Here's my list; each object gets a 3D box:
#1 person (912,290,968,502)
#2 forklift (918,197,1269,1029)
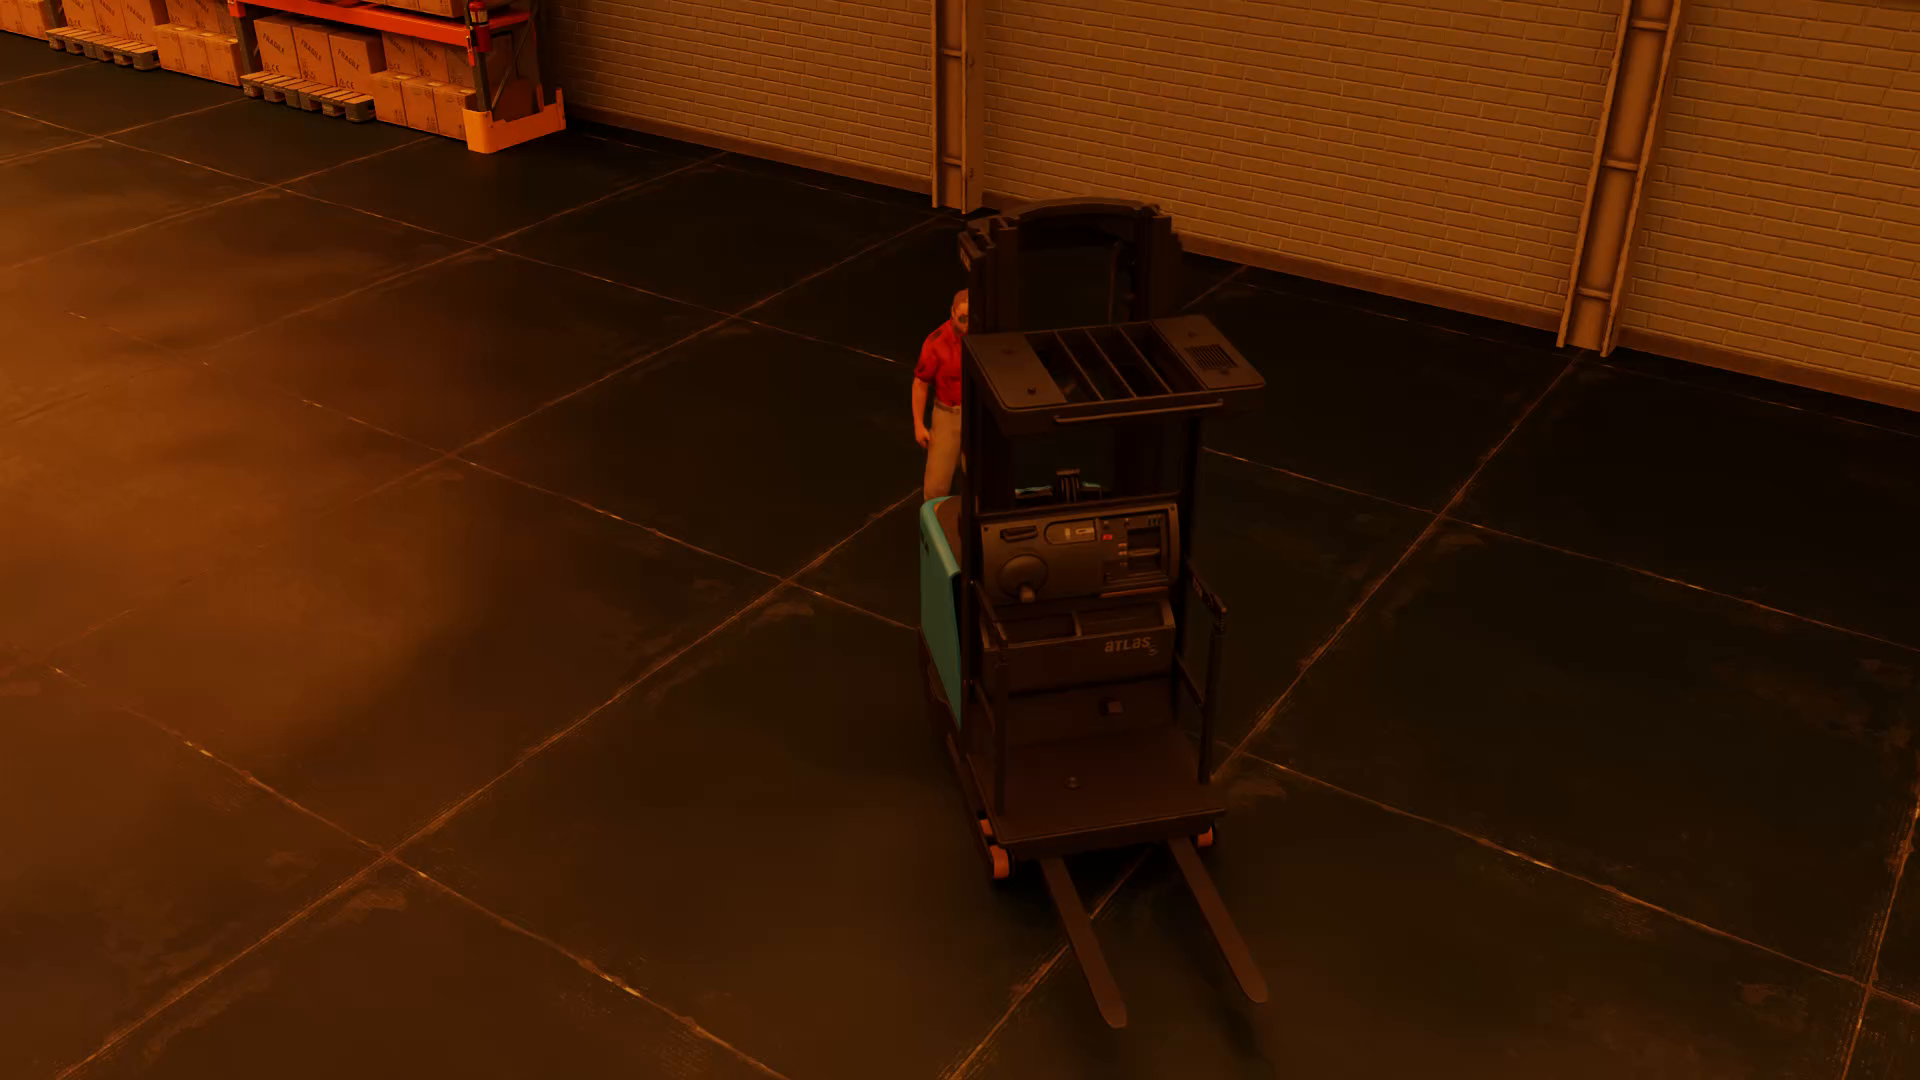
[{"bbox_3d":[0.040,-0.681,9.976,0.630,1.710,0.487,-5,31,-9],"label":"person"},{"bbox_3d":[0.601,0.109,7.393,1.130,2.935,3.031,-7,31,-11],"label":"forklift"}]
